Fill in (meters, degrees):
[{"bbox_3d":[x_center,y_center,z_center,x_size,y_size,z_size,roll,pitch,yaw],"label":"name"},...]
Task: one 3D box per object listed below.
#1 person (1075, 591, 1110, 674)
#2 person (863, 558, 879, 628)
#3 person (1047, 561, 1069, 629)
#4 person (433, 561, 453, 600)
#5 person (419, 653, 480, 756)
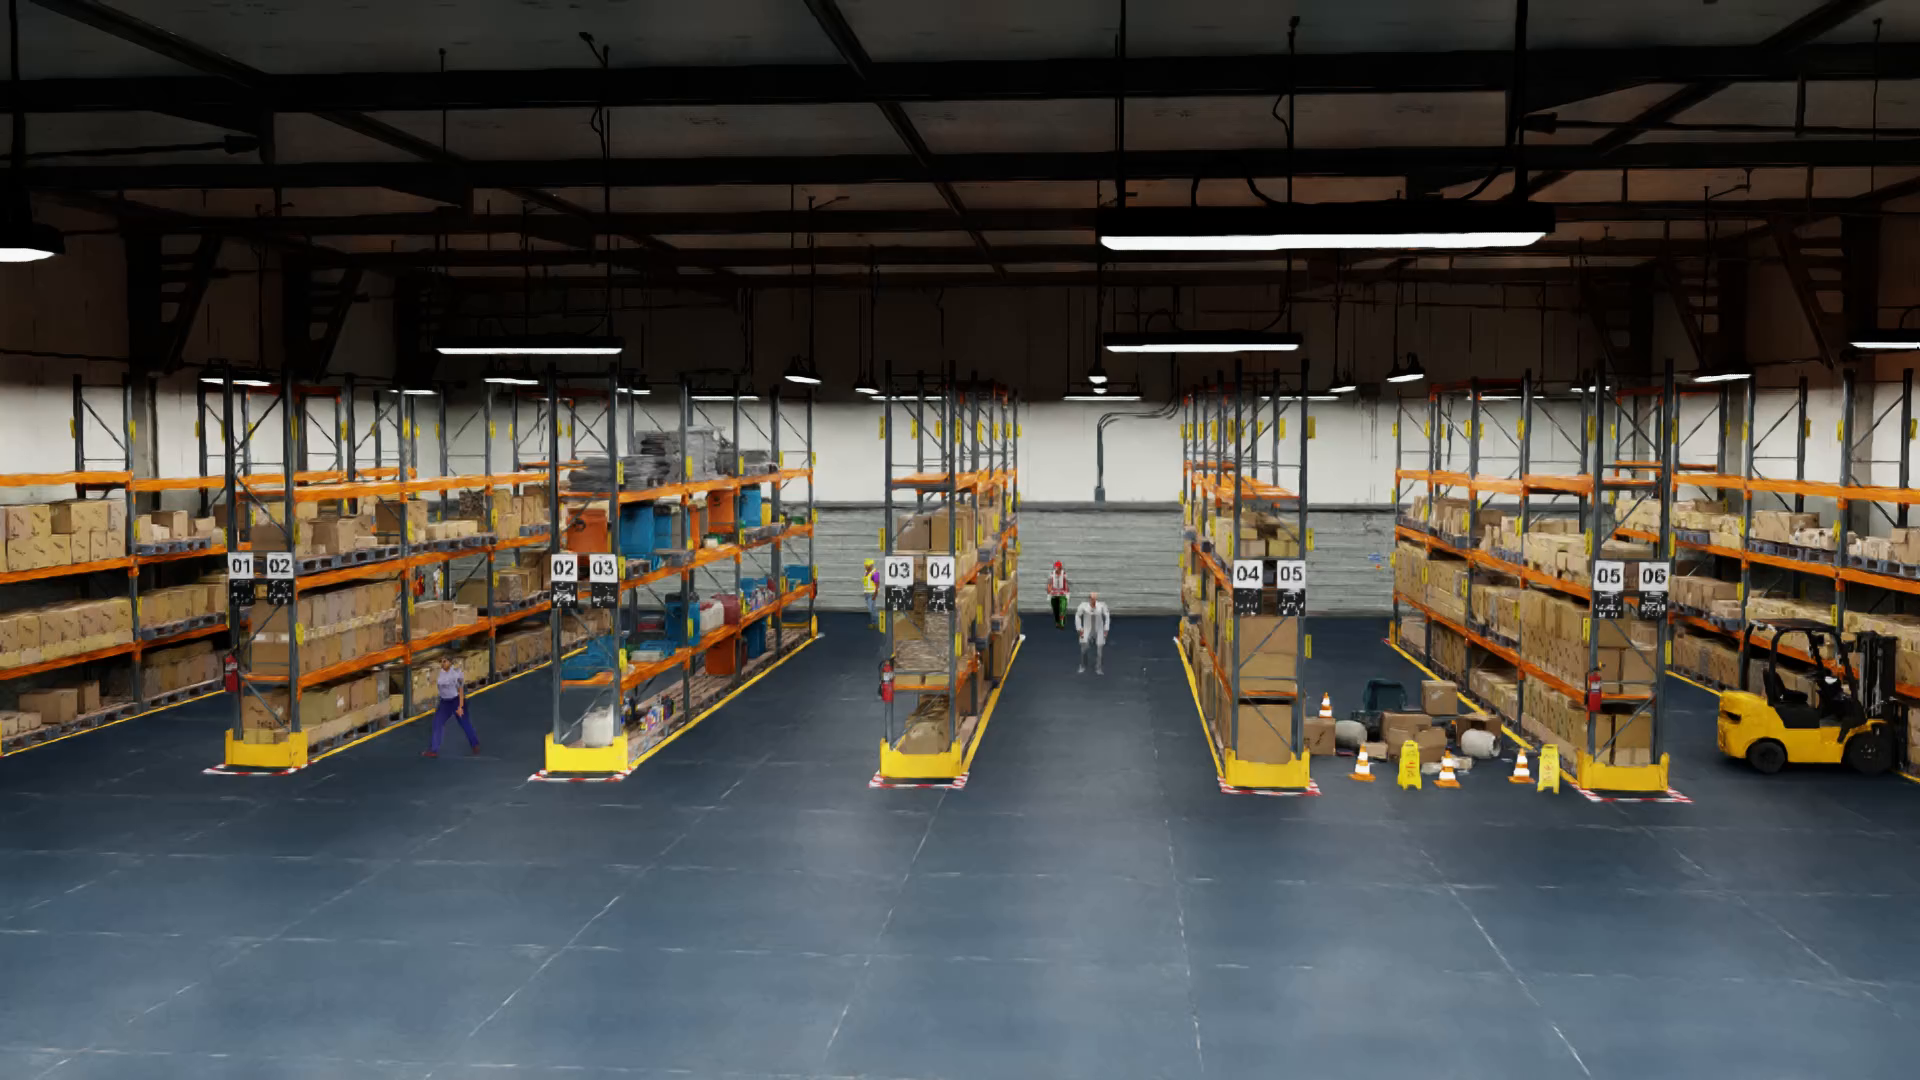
[{"bbox_3d":[2.721,1.895,34.172,0.729,1.734,0.546,0,4,4],"label":"person"},{"bbox_3d":[-2.191,1.345,42.085,0.456,1.759,0.704,-2,4,-30],"label":"person"},{"bbox_3d":[2.478,1.374,41.980,0.553,1.709,1.123,0,4,7],"label":"person"},{"bbox_3d":[-13.313,1.346,42.917,0.557,1.655,0.734,4,5,43],"label":"person"},{"bbox_3d":[-7.823,2.524,25.586,0.517,1.596,0.938,2,4,29],"label":"person"}]
